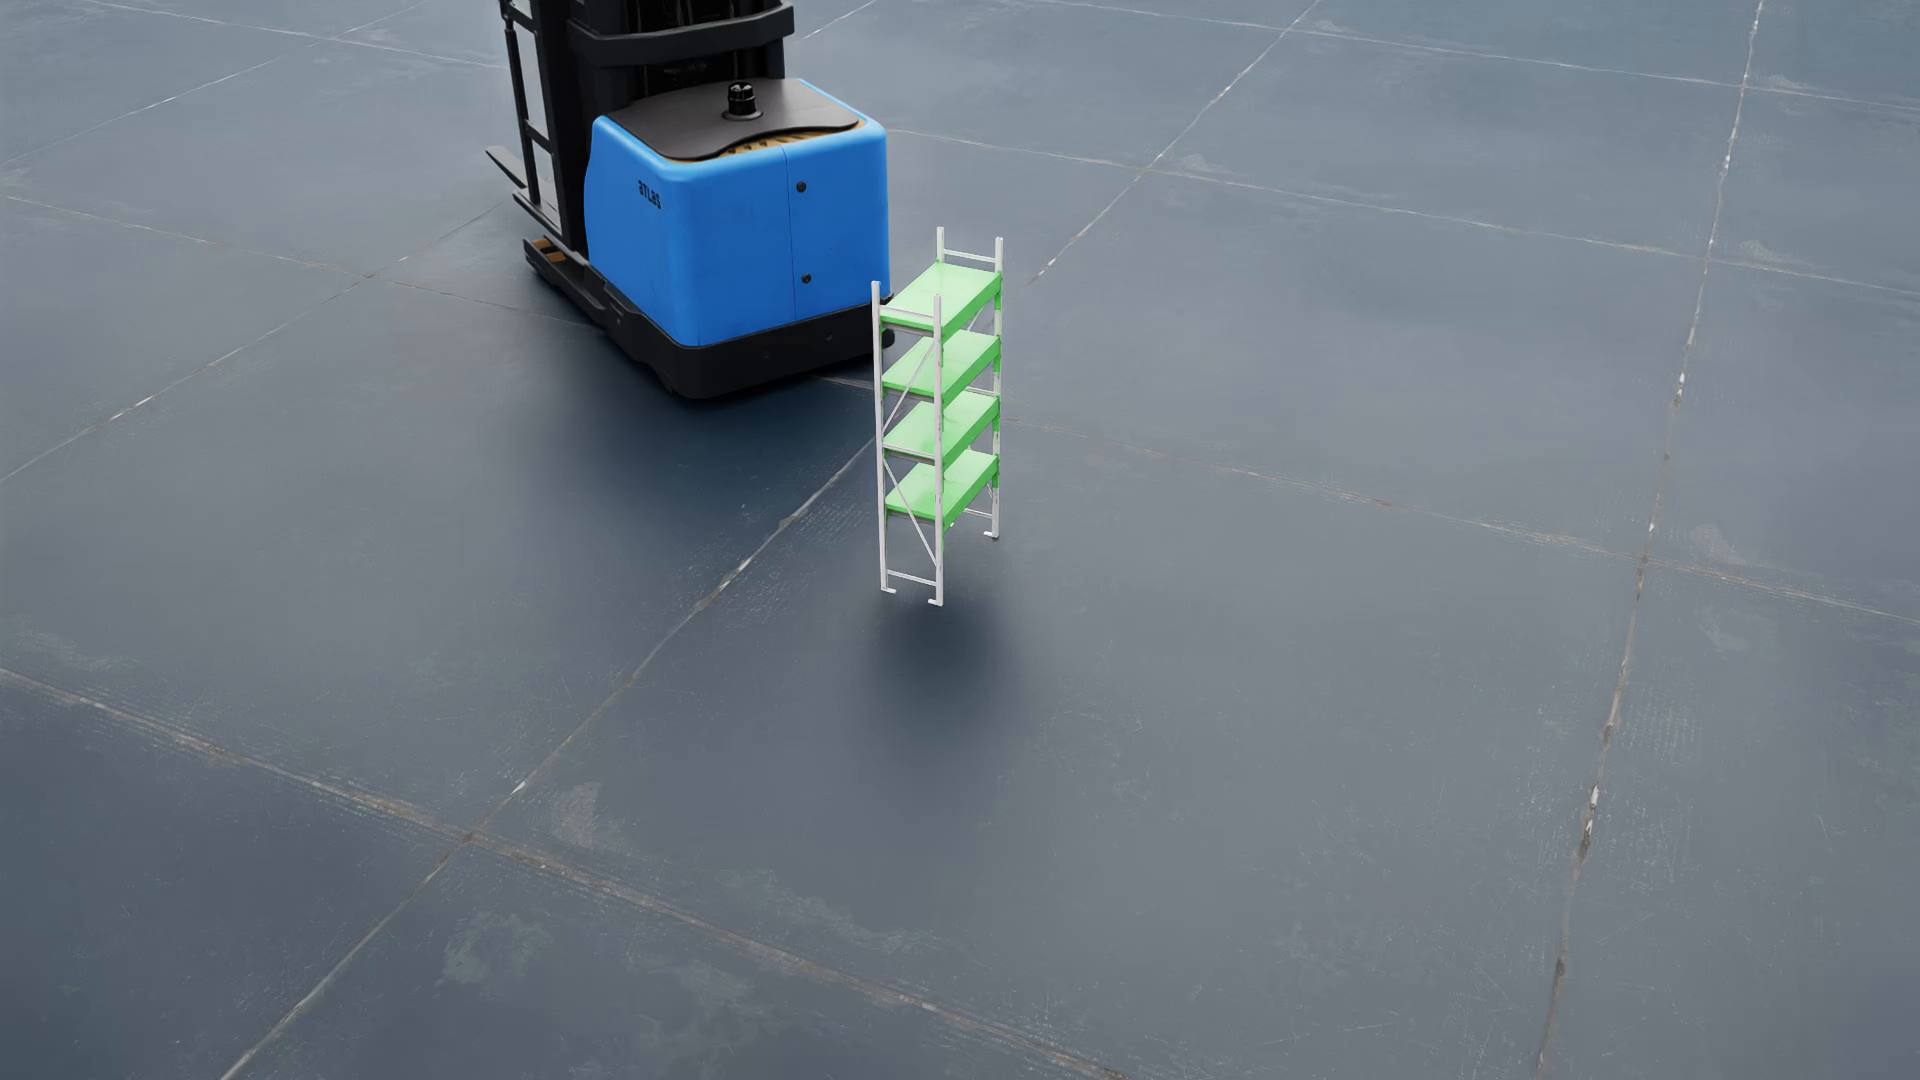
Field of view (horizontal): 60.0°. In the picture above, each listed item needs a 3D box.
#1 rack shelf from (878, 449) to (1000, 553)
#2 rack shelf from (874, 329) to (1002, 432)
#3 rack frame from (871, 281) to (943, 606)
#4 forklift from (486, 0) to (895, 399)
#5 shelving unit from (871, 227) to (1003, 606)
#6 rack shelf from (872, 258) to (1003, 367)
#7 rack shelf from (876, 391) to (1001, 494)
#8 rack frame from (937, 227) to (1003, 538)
[{"bbox_3d":[-0.069,-0.165,5.962,0.258,0.148,0.480,14,36,20],"label":"rack shelf"},{"bbox_3d":[-0.069,-0.567,5.699,0.258,0.148,0.480,14,36,20],"label":"rack shelf"},{"bbox_3d":[-0.171,-0.298,5.610,0.240,1.200,0.015,14,36,20],"label":"rack frame"},{"bbox_3d":[-1.508,-2.593,7.531,1.130,2.935,3.031,-19,38,-27],"label":"forklift"},{"bbox_3d":[-0.069,-0.419,5.795,0.258,1.200,0.503,14,36,20],"label":"shelving unit"},{"bbox_3d":[-0.069,-0.767,5.567,0.258,0.148,0.480,14,36,20],"label":"rack shelf"},{"bbox_3d":[-0.069,-0.366,5.830,0.258,0.148,0.480,14,36,20],"label":"rack shelf"},{"bbox_3d":[0.033,-0.541,5.981,0.240,1.200,0.015,14,36,20],"label":"rack frame"}]
